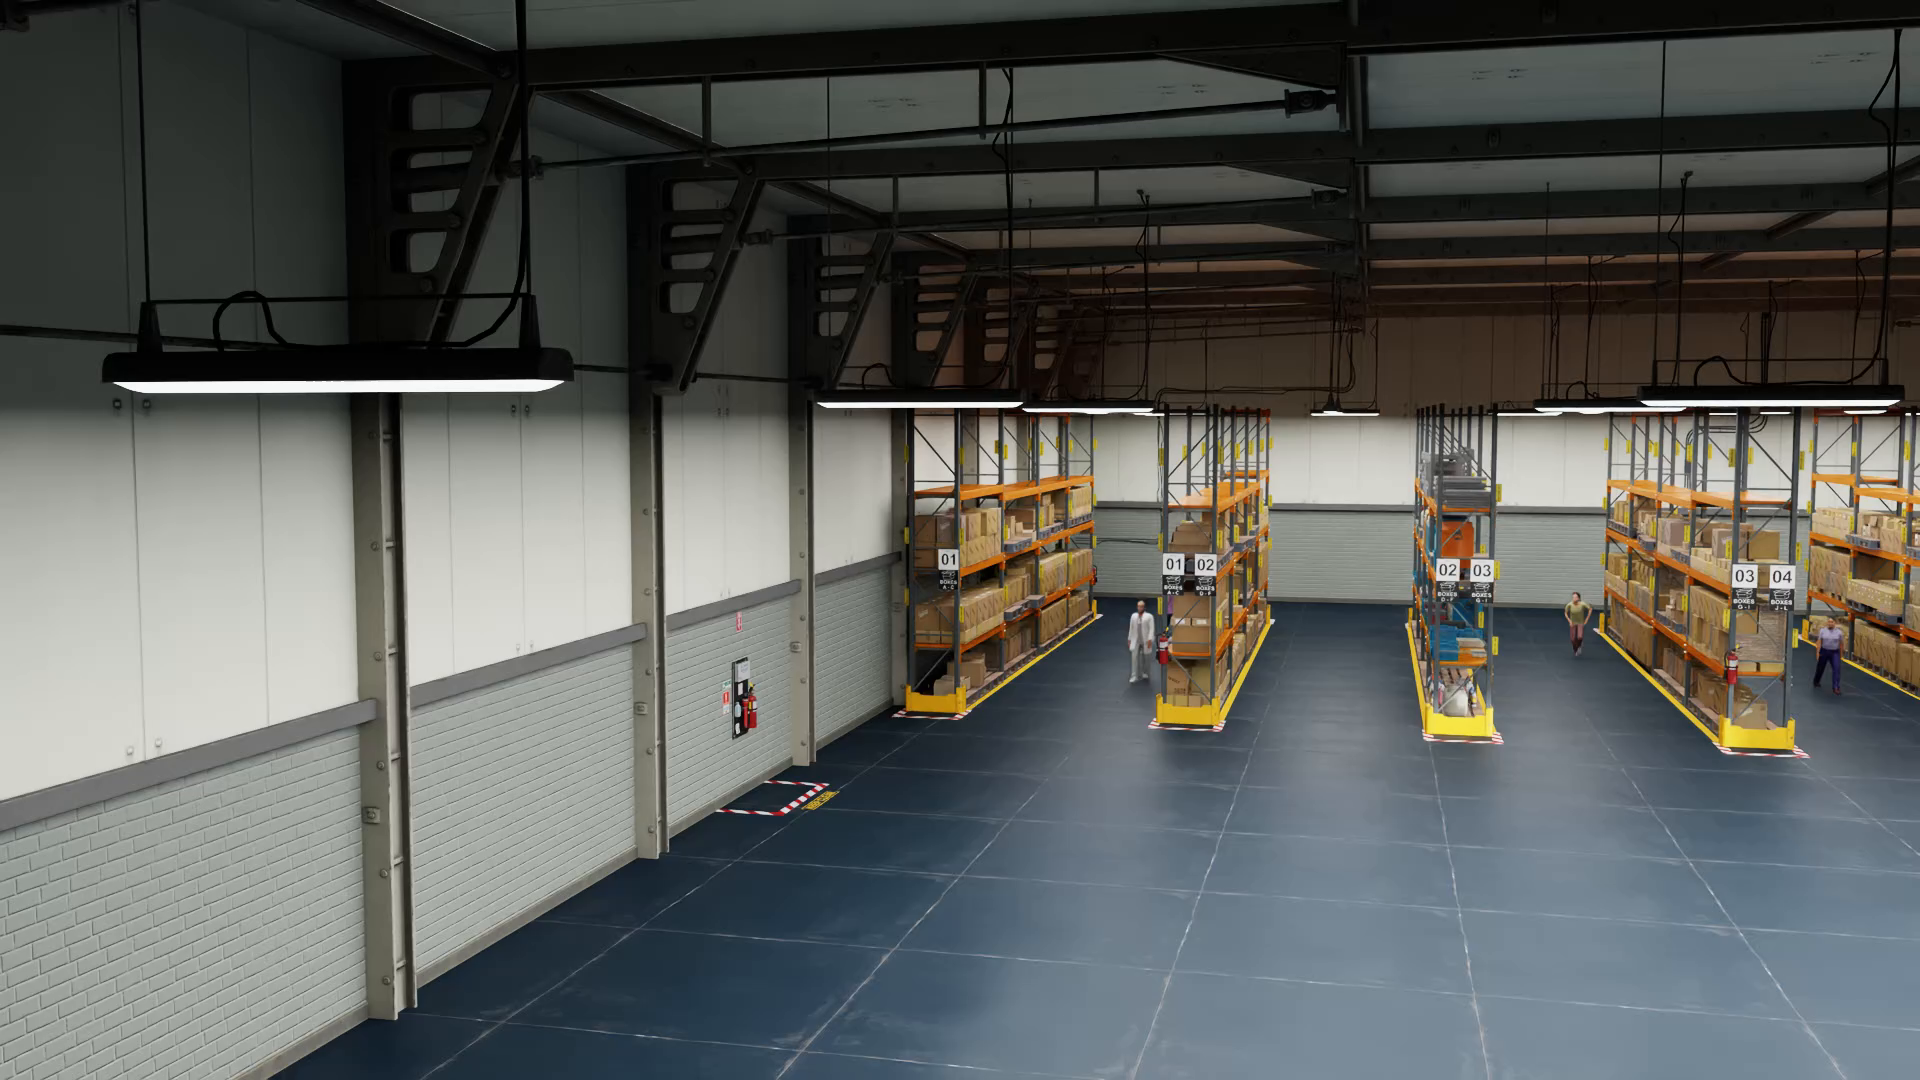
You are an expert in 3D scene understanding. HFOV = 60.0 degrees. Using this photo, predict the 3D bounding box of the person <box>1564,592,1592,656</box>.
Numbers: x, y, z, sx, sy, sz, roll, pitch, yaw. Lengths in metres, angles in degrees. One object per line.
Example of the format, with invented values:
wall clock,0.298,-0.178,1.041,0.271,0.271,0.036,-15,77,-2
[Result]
person,14.867,2.025,40.003,0.627,1.579,0.672,2,5,23

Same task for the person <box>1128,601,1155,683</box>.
person,3.928,2.201,36.164,0.623,1.717,1.102,1,4,15

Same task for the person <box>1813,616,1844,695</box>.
person,18.172,2.377,34.768,0.545,1.587,1.043,1,4,13

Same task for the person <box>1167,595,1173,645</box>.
person,5.368,1.875,41.832,0.442,1.601,0.411,-1,4,-12
